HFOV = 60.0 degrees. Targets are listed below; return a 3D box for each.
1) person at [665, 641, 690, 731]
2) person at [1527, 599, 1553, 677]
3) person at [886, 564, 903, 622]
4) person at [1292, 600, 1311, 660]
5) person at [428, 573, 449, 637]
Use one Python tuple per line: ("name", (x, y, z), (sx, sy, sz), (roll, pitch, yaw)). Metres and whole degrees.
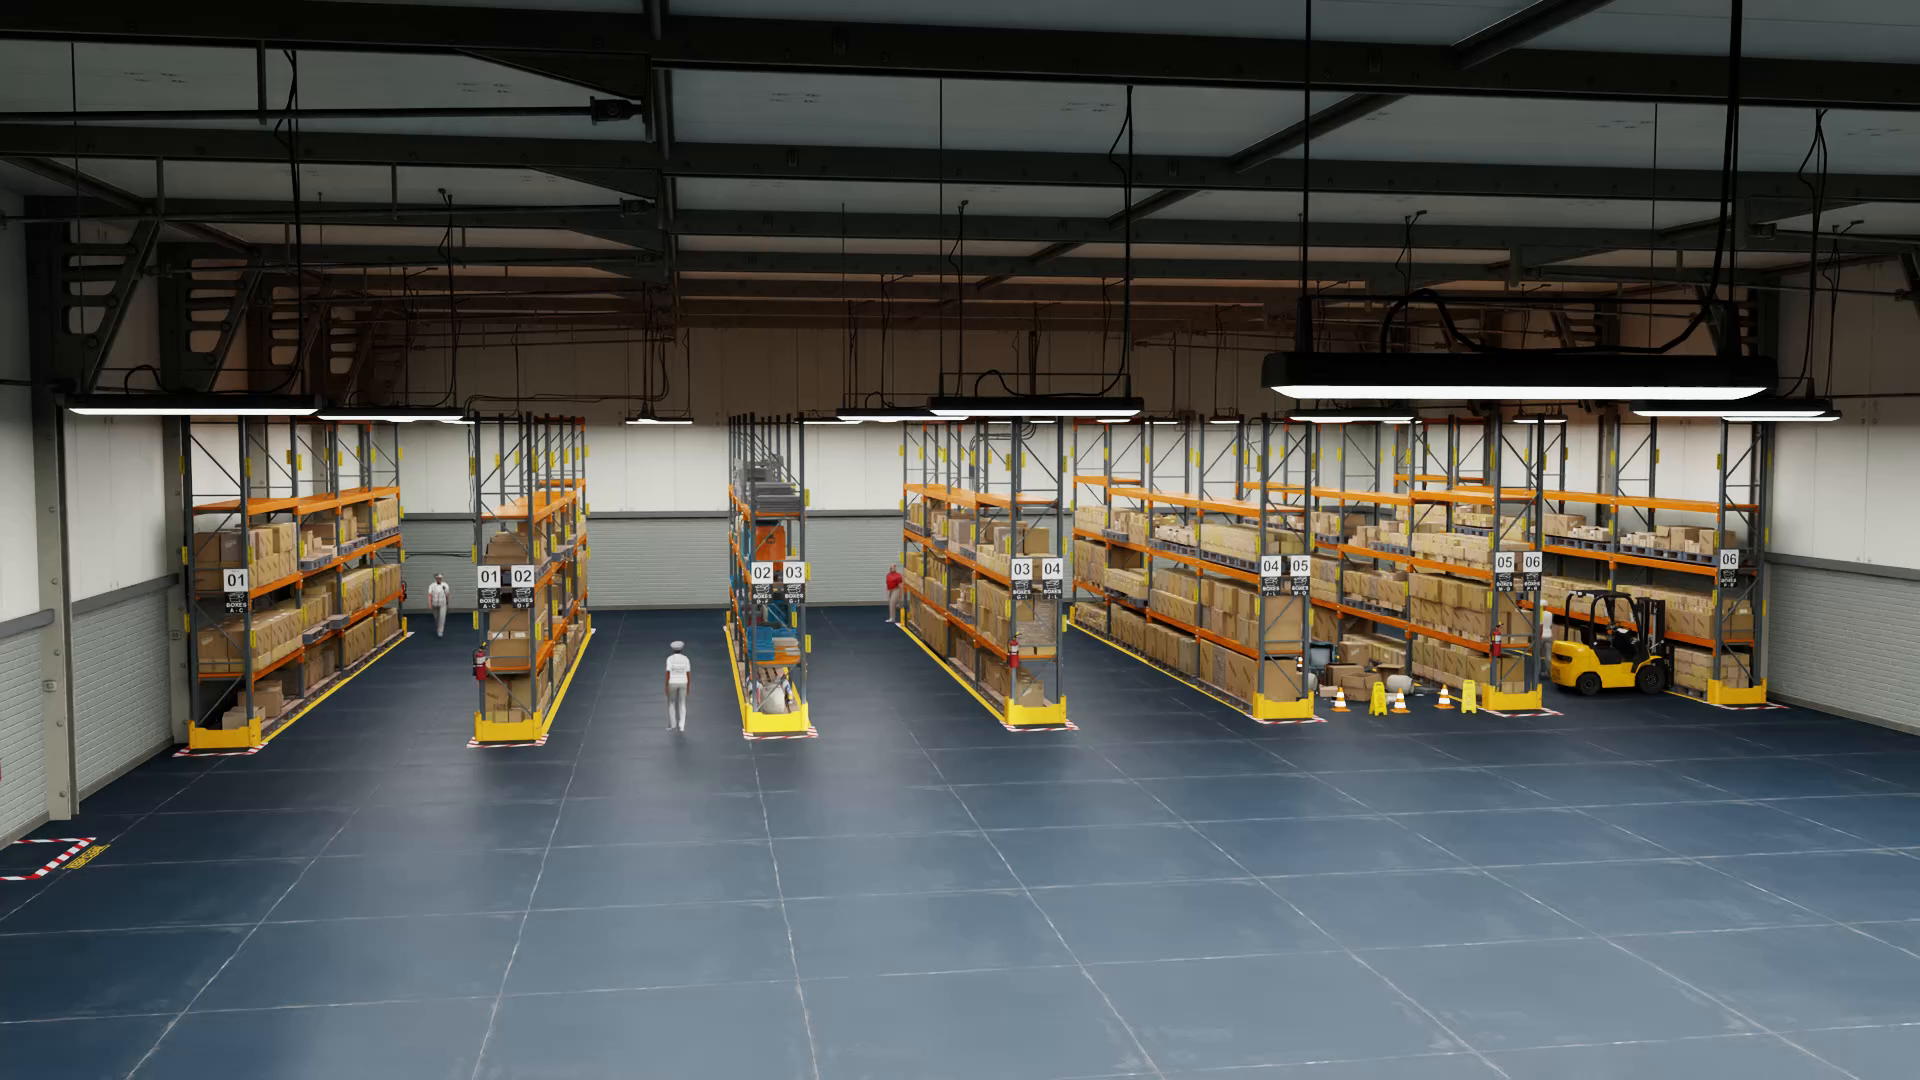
("person", (-5.324, 2.777, 31.354), (0.500, 1.728, 0.612), (-1, 4, -19))
("person", (13.408, 2.274, 38.136), (0.541, 1.809, 0.602), (-1, 4, -17))
("person", (-1.891, 1.546, 48.836), (0.876, 1.688, 0.520), (-3, 5, -36))
("person", (8.470, 2.133, 40.766), (0.455, 1.689, 0.543), (-2, 4, -26))
("person", (-14.282, 1.753, 45.494), (0.526, 1.695, 1.077), (0, 4, -6))
